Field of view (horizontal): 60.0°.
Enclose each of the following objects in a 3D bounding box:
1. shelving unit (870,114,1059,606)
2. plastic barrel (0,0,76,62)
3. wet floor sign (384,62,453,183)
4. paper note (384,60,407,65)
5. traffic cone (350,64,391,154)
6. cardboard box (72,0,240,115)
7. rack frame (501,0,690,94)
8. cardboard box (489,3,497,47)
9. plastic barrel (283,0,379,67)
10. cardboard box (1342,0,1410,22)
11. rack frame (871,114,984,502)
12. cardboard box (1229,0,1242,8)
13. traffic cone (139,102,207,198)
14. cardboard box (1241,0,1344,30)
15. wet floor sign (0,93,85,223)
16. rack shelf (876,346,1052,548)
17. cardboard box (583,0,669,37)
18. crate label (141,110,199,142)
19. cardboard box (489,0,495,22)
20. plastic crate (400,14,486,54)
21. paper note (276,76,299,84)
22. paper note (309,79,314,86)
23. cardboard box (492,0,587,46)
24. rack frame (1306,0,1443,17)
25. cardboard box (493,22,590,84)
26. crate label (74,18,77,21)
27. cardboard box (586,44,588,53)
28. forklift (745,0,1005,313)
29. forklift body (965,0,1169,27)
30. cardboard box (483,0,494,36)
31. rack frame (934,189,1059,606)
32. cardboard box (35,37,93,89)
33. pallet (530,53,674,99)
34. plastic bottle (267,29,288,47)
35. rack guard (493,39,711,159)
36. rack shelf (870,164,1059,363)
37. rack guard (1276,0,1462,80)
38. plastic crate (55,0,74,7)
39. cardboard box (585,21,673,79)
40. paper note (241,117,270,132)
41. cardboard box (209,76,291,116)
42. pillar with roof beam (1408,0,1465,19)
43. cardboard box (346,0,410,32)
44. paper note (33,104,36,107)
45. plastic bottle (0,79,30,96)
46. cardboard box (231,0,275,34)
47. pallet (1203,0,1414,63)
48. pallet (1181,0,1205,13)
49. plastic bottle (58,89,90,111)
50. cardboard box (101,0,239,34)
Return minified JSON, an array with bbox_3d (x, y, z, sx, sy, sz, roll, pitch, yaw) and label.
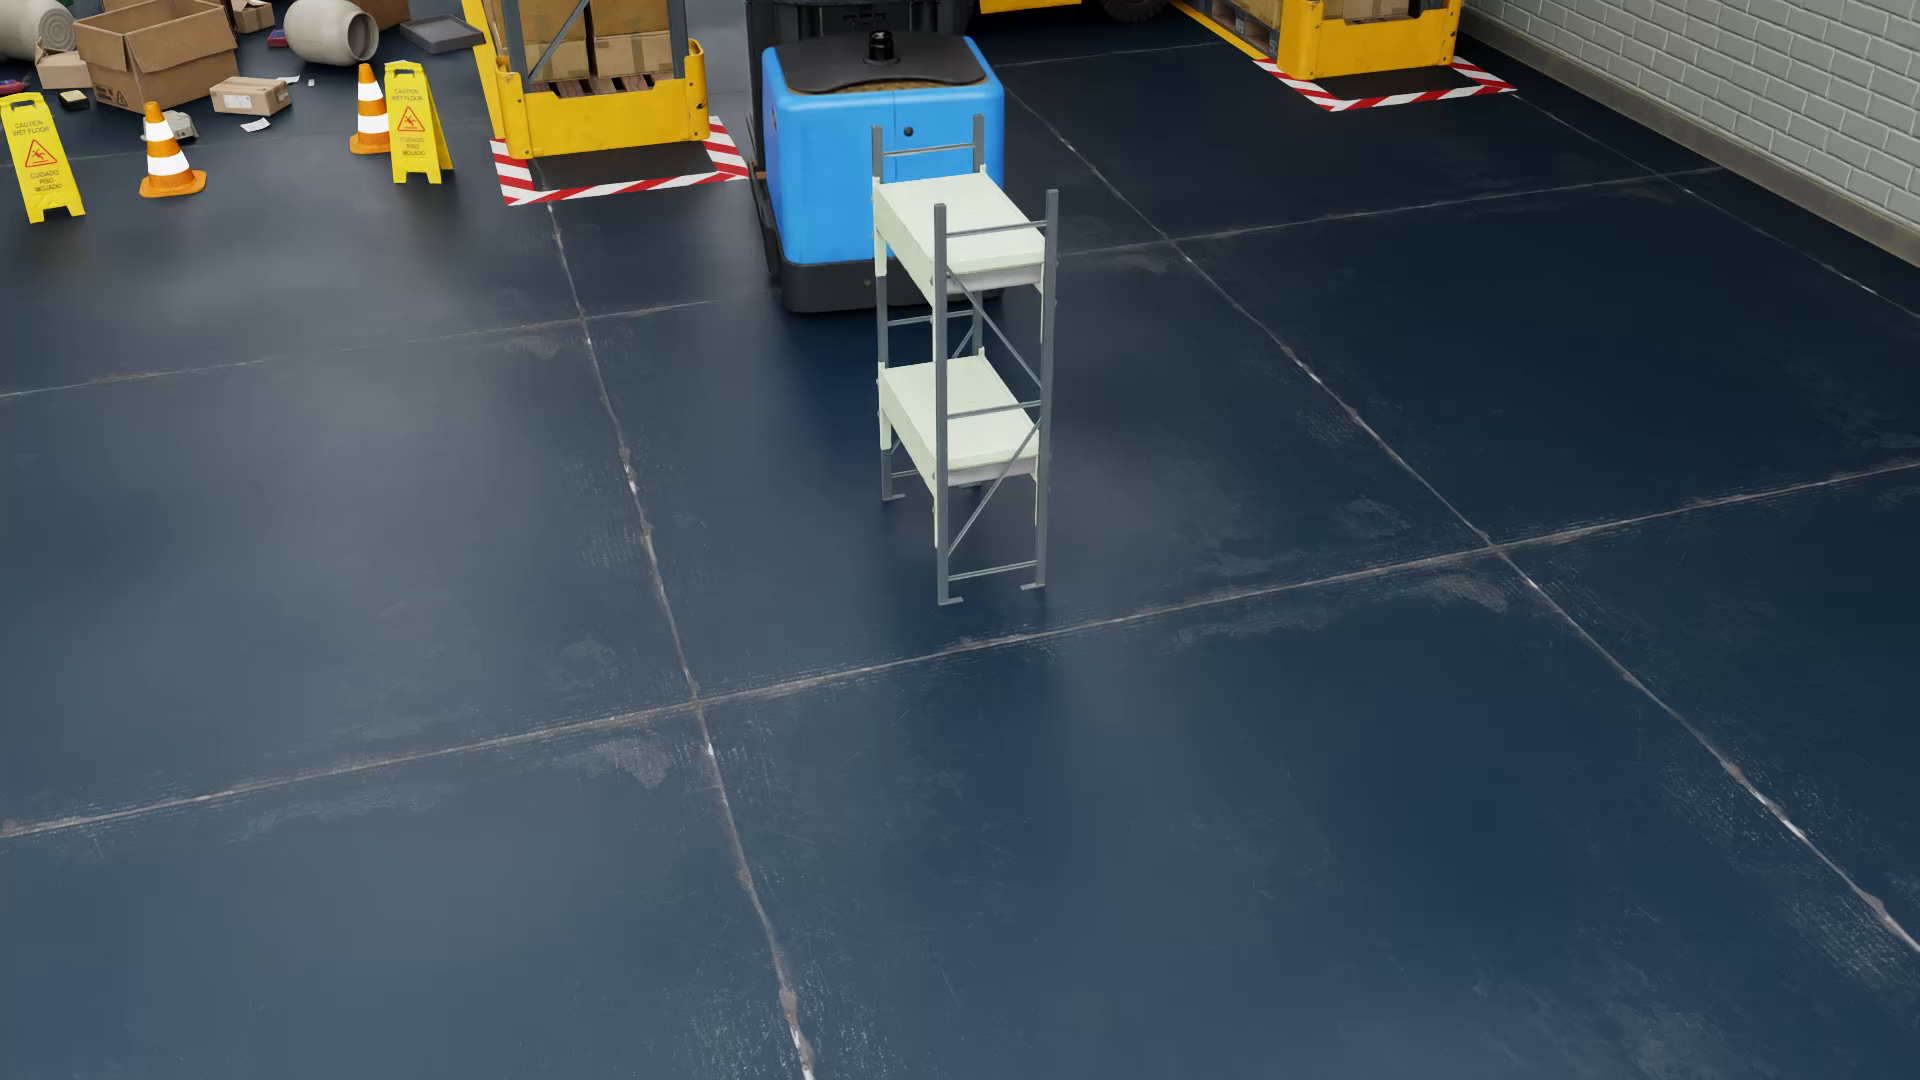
[{"bbox_3d":[0.002,-0.622,5.831,0.431,1.500,0.755,-10,35,-15],"label":"shelving unit"},{"bbox_3d":[-6.149,-3.381,10.983,0.512,0.421,0.421,13,36,18],"label":"plastic barrel"},{"bbox_3d":[-3.013,-2.317,9.171,0.267,0.644,0.232,1,33,2],"label":"wet floor sign"},{"bbox_3d":[-3.716,-3.152,10.993,0.142,0.019,0.148,-23,40,-31],"label":"paper note"},{"bbox_3d":[-3.412,-2.529,9.658,0.336,0.463,0.334,-10,35,-15],"label":"traffic cone"},{"bbox_3d":[-4.999,-3.034,10.385,0.637,0.503,0.797,19,38,26],"label":"cardboard box"},{"bbox_3d":[-2.052,-3.579,8.945,1.000,3.000,0.127,-10,35,-15],"label":"rack frame"},{"bbox_3d":[-2.706,-3.259,10.575,0.500,0.250,0.500,-10,35,-15],"label":"cardboard box"},{"bbox_3d":[-4.124,-3.334,10.911,0.512,0.421,0.421,13,36,18],"label":"plastic barrel"},{"bbox_3d":[2.710,-3.734,11.294,0.500,0.250,0.500,-10,35,-15],"label":"cardboard box"},{"bbox_3d":[-0.110,-0.814,6.122,0.400,1.500,0.023,-10,35,-15],"label":"rack frame"},{"bbox_3d":[2.087,-3.900,11.544,0.500,0.250,0.500,-10,35,-15],"label":"cardboard box"},{"bbox_3d":[-4.365,-2.164,9.105,0.336,0.463,0.334,-10,35,-15],"label":"traffic cone"},{"bbox_3d":[2.229,-3.637,11.147,0.500,0.250,0.500,-10,35,-14],"label":"cardboard box"},{"bbox_3d":[-4.841,-2.029,8.735,0.267,0.644,0.232,-16,37,-23],"label":"wet floor sign"},{"bbox_3d":[0.002,-0.350,6.011,0.431,0.370,0.720,-10,35,-15],"label":"rack shelf"},{"bbox_3d":[-2.043,-3.402,10.111,0.500,0.500,0.500,-11,35,-16],"label":"cardboard box"},{"bbox_3d":[-4.664,-2.431,9.804,0.298,0.136,0.250,27,42,34],"label":"crate label"},{"bbox_3d":[-2.707,-3.570,10.365,0.500,0.500,0.500,-9,34,-13],"label":"cardboard box"},{"bbox_3d":[-3.574,-3.499,11.472,0.402,0.080,0.583,-23,40,-31],"label":"plastic crate"},{"bbox_3d":[-4.353,-2.968,10.724,0.148,0.019,0.142,1,33,2],"label":"paper note"},{"bbox_3d":[-4.171,-2.942,10.693,0.032,0.001,0.123,-10,35,-15],"label":"paper note"},{"bbox_3d":[-2.545,-3.297,9.951,0.500,0.500,0.500,-10,35,-14],"label":"cardboard box"},{"bbox_3d":[2.674,-4.416,10.211,1.000,3.000,0.127,-10,35,-15],"label":"rack frame"},{"bbox_3d":[-2.562,-2.999,10.180,0.500,0.250,0.500,-10,35,-15],"label":"cardboard box"},{"bbox_3d":[-6.226,-3.518,11.449,0.250,0.136,0.298,19,38,26],"label":"crate label"},{"bbox_3d":[-2.184,-3.346,10.706,0.500,0.250,0.500,-9,34,-13],"label":"cardboard box"},{"bbox_3d":[-0.561,-3.079,8.251,1.130,2.935,3.031,-6,34,-9],"label":"forklift"},{"bbox_3d":[0.358,-4.750,11.488,2.313,2.155,1.214,-10,35,-15],"label":"forklift body"},{"bbox_3d":[-2.871,-3.533,10.989,0.500,0.250,0.500,-11,35,-16],"label":"cardboard box"},{"bbox_3d":[0.114,-0.430,5.540,0.400,1.500,0.023,-10,35,-15],"label":"rack frame"},{"bbox_3d":[-5.677,-3.060,10.640,0.396,0.266,0.258,-4,34,-6],"label":"cardboard box"},{"bbox_3d":[-2.290,-2.888,10.429,1.003,0.211,1.213,-10,35,-15],"label":"pallet"},{"bbox_3d":[-4.665,-3.460,11.431,0.133,0.061,0.283,-4,34,-6],"label":"plastic bottle"},{"bbox_3d":[-2.076,-2.576,9.695,1.175,0.500,0.348,-10,35,-15],"label":"rack guard"},{"bbox_3d":[0.002,-0.948,5.616,0.431,0.370,0.720,-10,35,-15],"label":"rack shelf"},{"bbox_3d":[2.681,-3.360,10.881,1.175,0.500,0.348,-10,35,-15],"label":"rack guard"},{"bbox_3d":[-6.655,-3.773,11.738,0.450,0.188,0.662,-2,32,16],"label":"plastic crate"},{"bbox_3d":[-2.035,-3.077,10.299,0.500,0.250,0.500,-10,35,-15],"label":"cardboard box"},{"bbox_3d":[-4.236,-2.502,10.008,0.148,0.019,0.142,-23,40,-31],"label":"paper note"},{"bbox_3d":[-4.376,-2.738,10.258,0.380,0.149,0.250,7,34,10],"label":"cardboard box"},{"bbox_3d":[-0.780,-6.712,8.244,9.100,9.000,0.400,-10,35,-15],"label":"pillar with roof beam"},{"bbox_3d":[-4.241,-3.846,11.614,0.500,0.500,0.500,13,36,18],"label":"cardboard box"},{"bbox_3d":[-5.754,-2.685,10.304,0.032,0.001,0.123,7,34,10],"label":"paper note"},{"bbox_3d":[-6.051,-2.862,10.525,0.283,0.061,0.133,-23,40,-31],"label":"plastic bottle"},{"bbox_3d":[-5.068,-3.750,11.684,0.396,0.266,0.258,19,38,26],"label":"cardboard box"},{"bbox_3d":[2.401,-3.647,11.577,1.003,0.211,1.213,-10,35,-15],"label":"pallet"},{"bbox_3d":[2.032,-4.286,12.545,1.003,0.211,1.213,-10,35,-15],"label":"pallet"},{"bbox_3d":[-5.522,-2.743,10.346,0.133,0.061,0.283,-23,40,-31],"label":"plastic bottle"},{"bbox_3d":[-5.292,-3.580,11.088,0.797,0.637,0.503,-10,35,-15],"label":"cardboard box"}]
